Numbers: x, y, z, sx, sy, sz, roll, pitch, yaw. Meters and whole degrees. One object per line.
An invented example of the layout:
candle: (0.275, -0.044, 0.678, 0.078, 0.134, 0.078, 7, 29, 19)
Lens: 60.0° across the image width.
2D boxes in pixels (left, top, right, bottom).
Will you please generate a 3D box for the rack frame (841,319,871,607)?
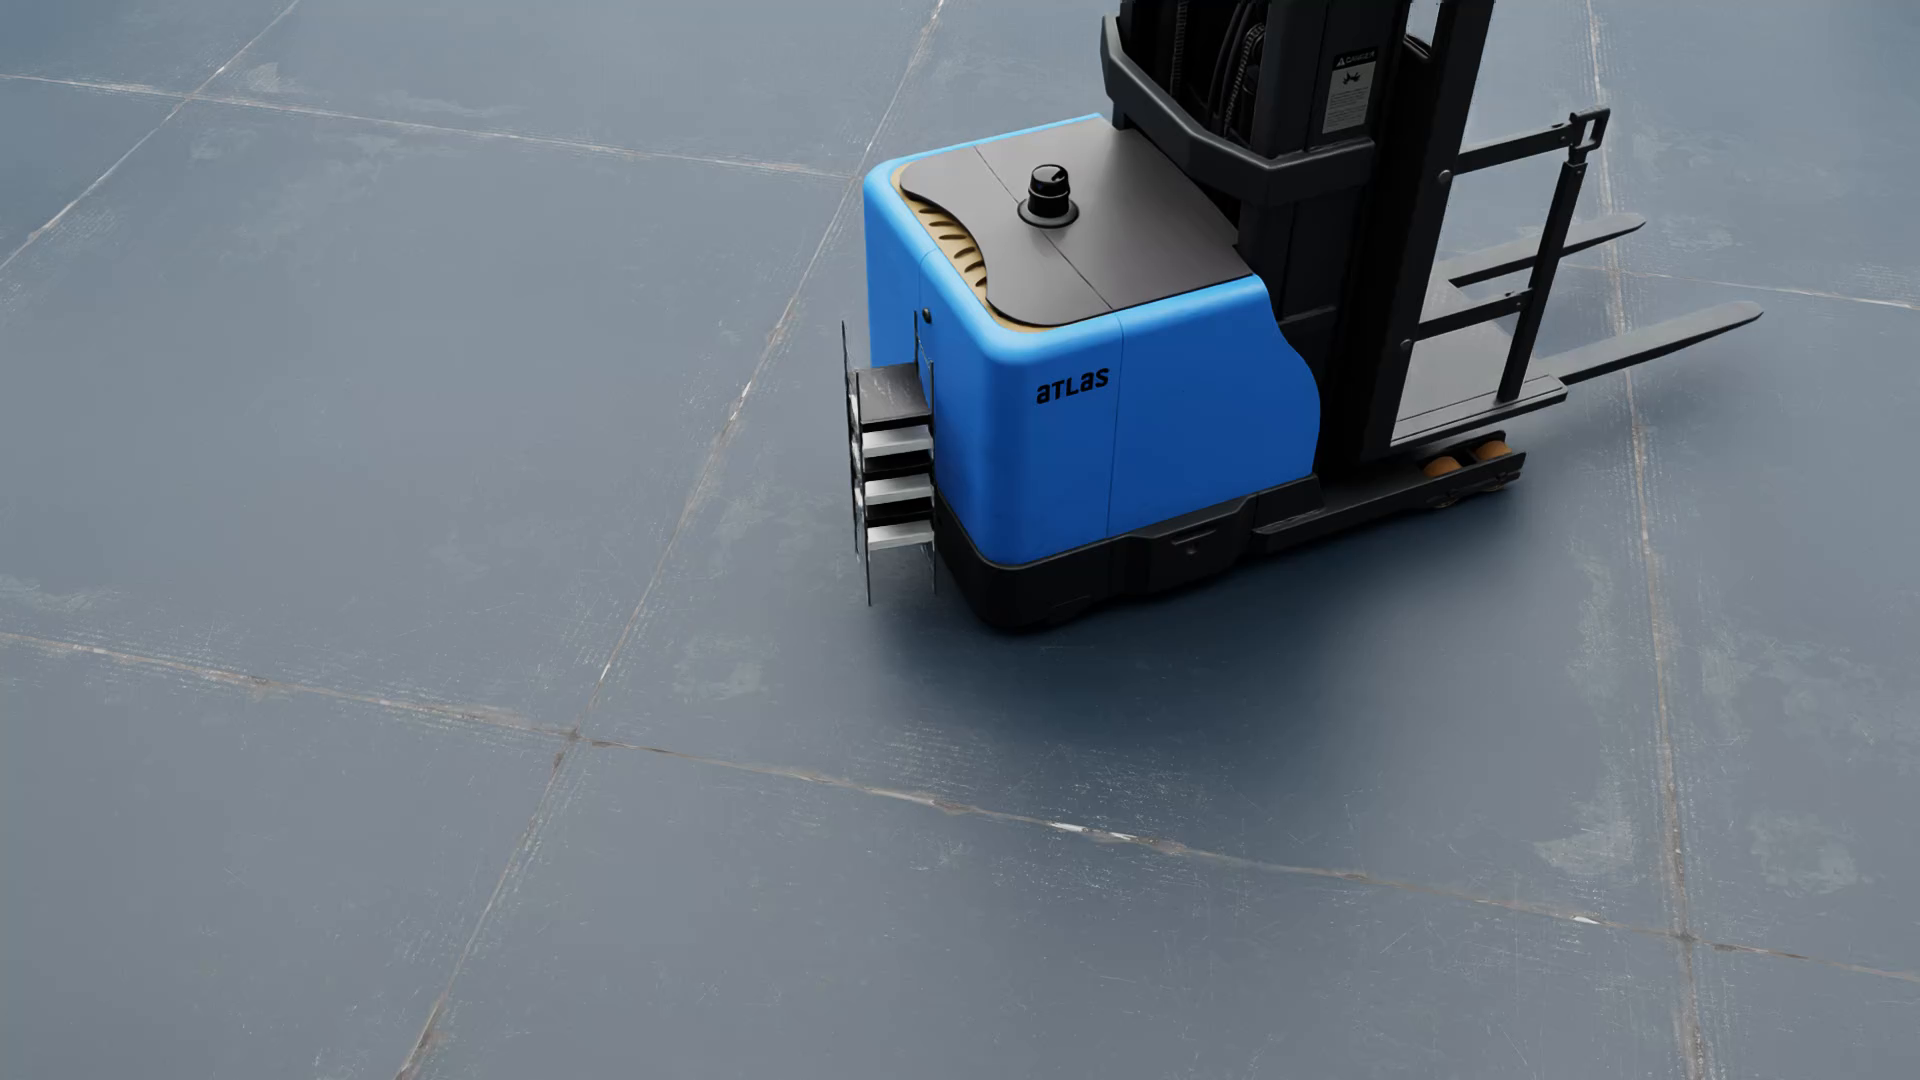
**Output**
rack frame: (-0.298, -0.202, 4.811, 0.006, 0.900, 0.240, -9, 45, -9)

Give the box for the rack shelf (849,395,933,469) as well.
rack shelf: (-0.199, -0.323, 4.725, 0.200, 0.077, 0.258, -9, 45, -9)

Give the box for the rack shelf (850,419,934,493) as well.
rack shelf: (-0.199, -0.258, 4.788, 0.200, 0.077, 0.258, -9, 45, -9)

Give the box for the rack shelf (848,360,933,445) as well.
rack shelf: (-0.199, -0.388, 4.663, 0.200, 0.077, 0.258, -9, 45, -9)

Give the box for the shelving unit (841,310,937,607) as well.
shelving unit: (-0.199, -0.218, 4.827, 0.210, 0.900, 0.258, -9, 45, -9)

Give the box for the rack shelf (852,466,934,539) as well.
rack shelf: (-0.199, -0.129, 4.913, 0.200, 0.077, 0.258, -9, 45, -9)

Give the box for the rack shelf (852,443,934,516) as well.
rack shelf: (-0.199, -0.194, 4.850, 0.200, 0.077, 0.258, -9, 45, -9)

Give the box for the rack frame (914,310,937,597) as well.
rack frame: (-0.100, -0.233, 4.843, 0.006, 0.900, 0.240, -9, 45, -9)

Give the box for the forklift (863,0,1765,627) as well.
forklift: (1.267, -1.479, 4.673, 3.031, 2.935, 1.130, -17, 46, -17)

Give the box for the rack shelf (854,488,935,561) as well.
rack shelf: (-0.199, -0.064, 4.975, 0.200, 0.077, 0.258, -9, 45, -9)
